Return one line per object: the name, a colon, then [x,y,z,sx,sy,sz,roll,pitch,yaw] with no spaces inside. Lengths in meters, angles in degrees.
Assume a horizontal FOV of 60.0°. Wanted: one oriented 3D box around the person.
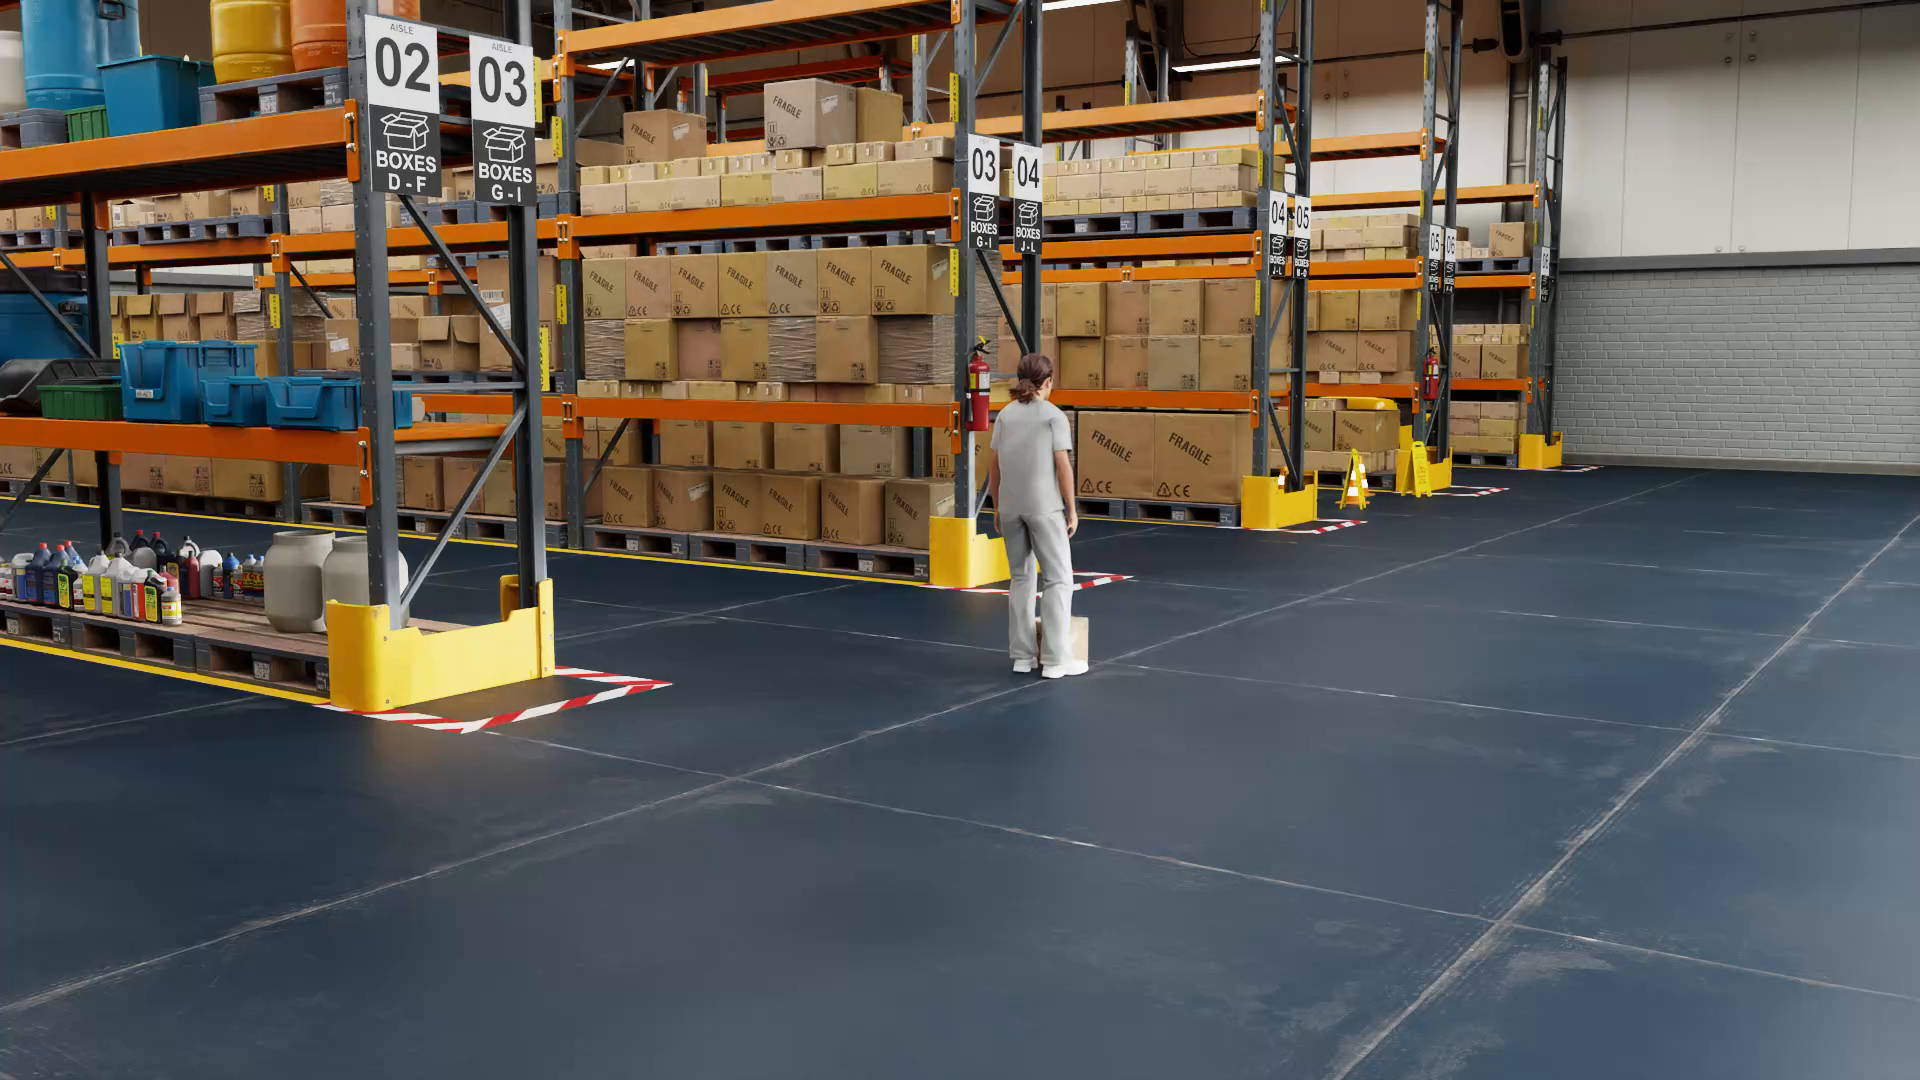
person: [0.404,-0.135,8.683,0.502,1.671,0.416,4,7,31]
